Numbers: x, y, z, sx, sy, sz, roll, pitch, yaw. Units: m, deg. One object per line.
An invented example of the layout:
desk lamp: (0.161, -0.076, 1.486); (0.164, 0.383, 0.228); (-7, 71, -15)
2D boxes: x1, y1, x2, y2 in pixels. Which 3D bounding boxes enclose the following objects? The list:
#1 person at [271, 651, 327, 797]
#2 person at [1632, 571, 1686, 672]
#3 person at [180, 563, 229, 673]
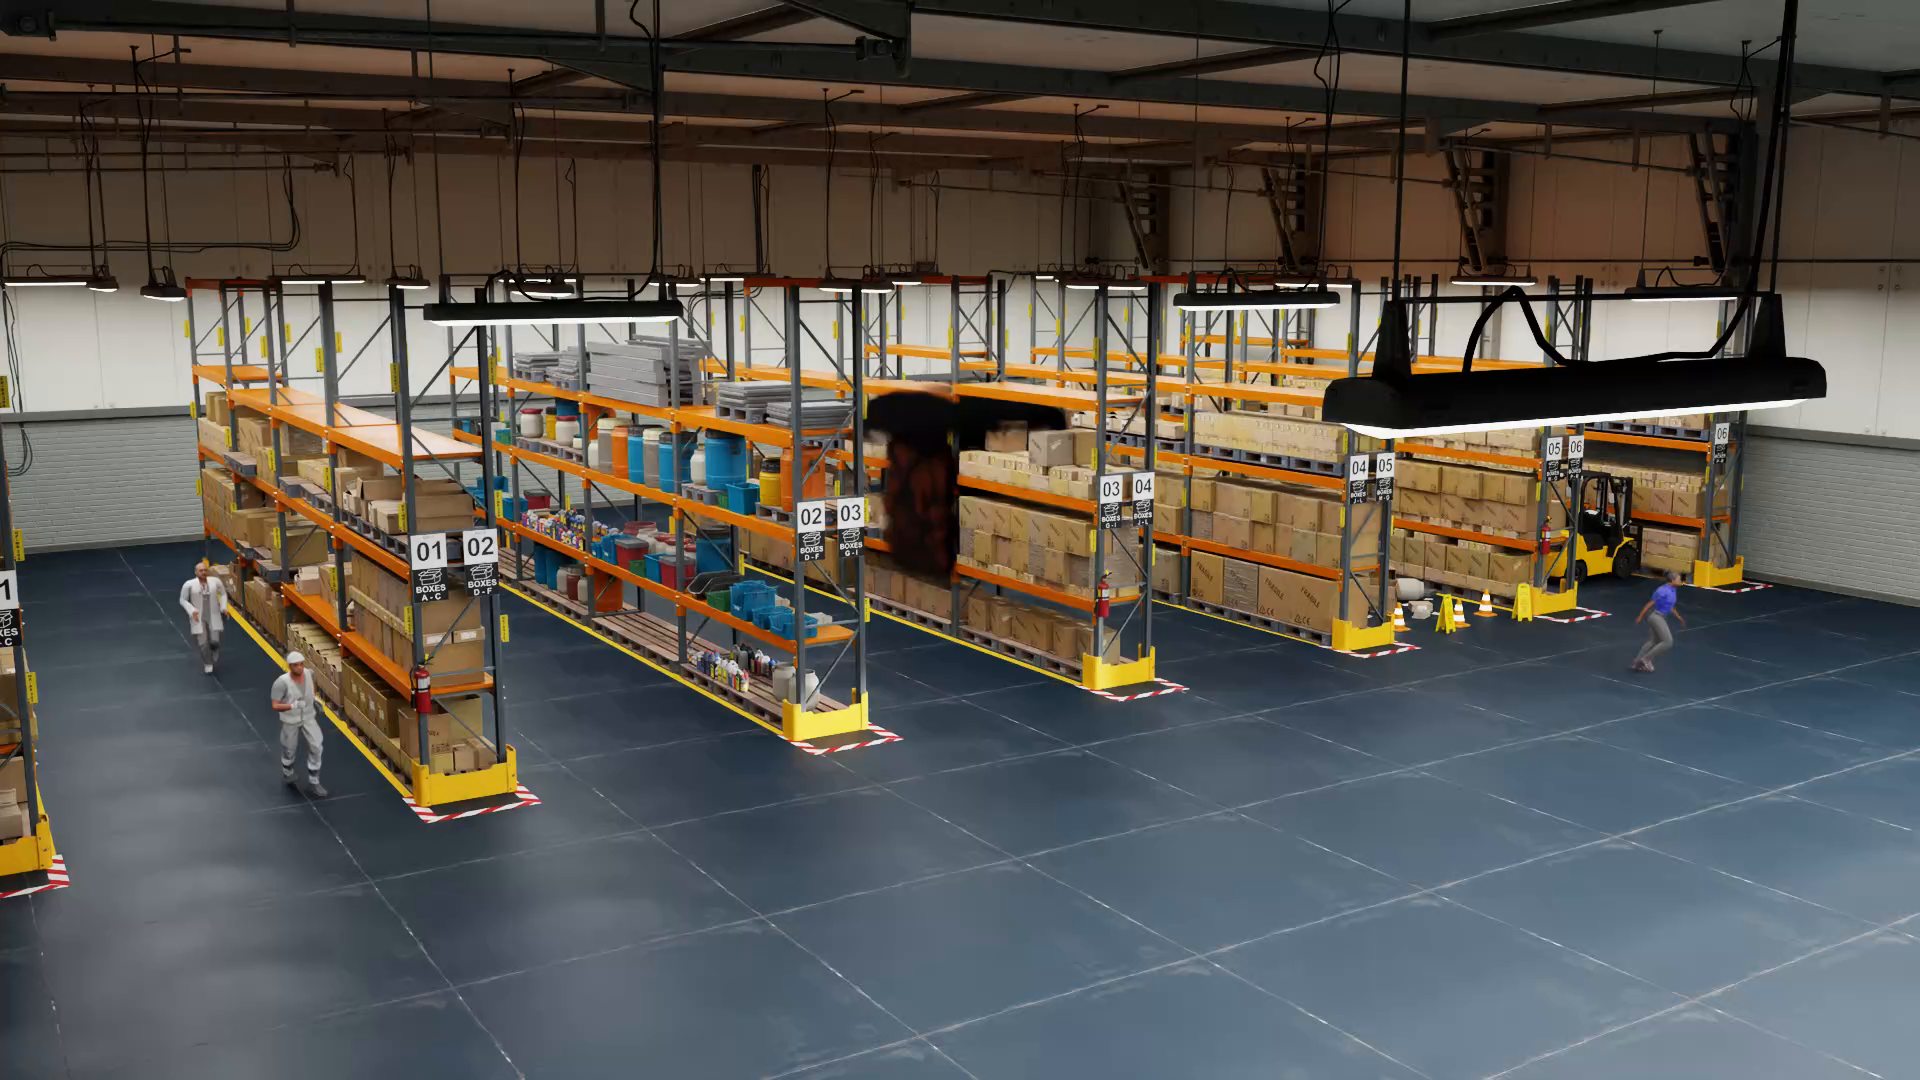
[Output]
person: (-7.902, 2.161, 19.840); (0.672, 1.768, 0.954); (-8, 12, -39)
person: (10.833, 1.263, 25.719); (0.700, 1.584, 0.558); (6, 11, 32)
person: (-11.685, 1.197, 25.743); (0.688, 1.724, 0.678); (-5, 11, -29)
